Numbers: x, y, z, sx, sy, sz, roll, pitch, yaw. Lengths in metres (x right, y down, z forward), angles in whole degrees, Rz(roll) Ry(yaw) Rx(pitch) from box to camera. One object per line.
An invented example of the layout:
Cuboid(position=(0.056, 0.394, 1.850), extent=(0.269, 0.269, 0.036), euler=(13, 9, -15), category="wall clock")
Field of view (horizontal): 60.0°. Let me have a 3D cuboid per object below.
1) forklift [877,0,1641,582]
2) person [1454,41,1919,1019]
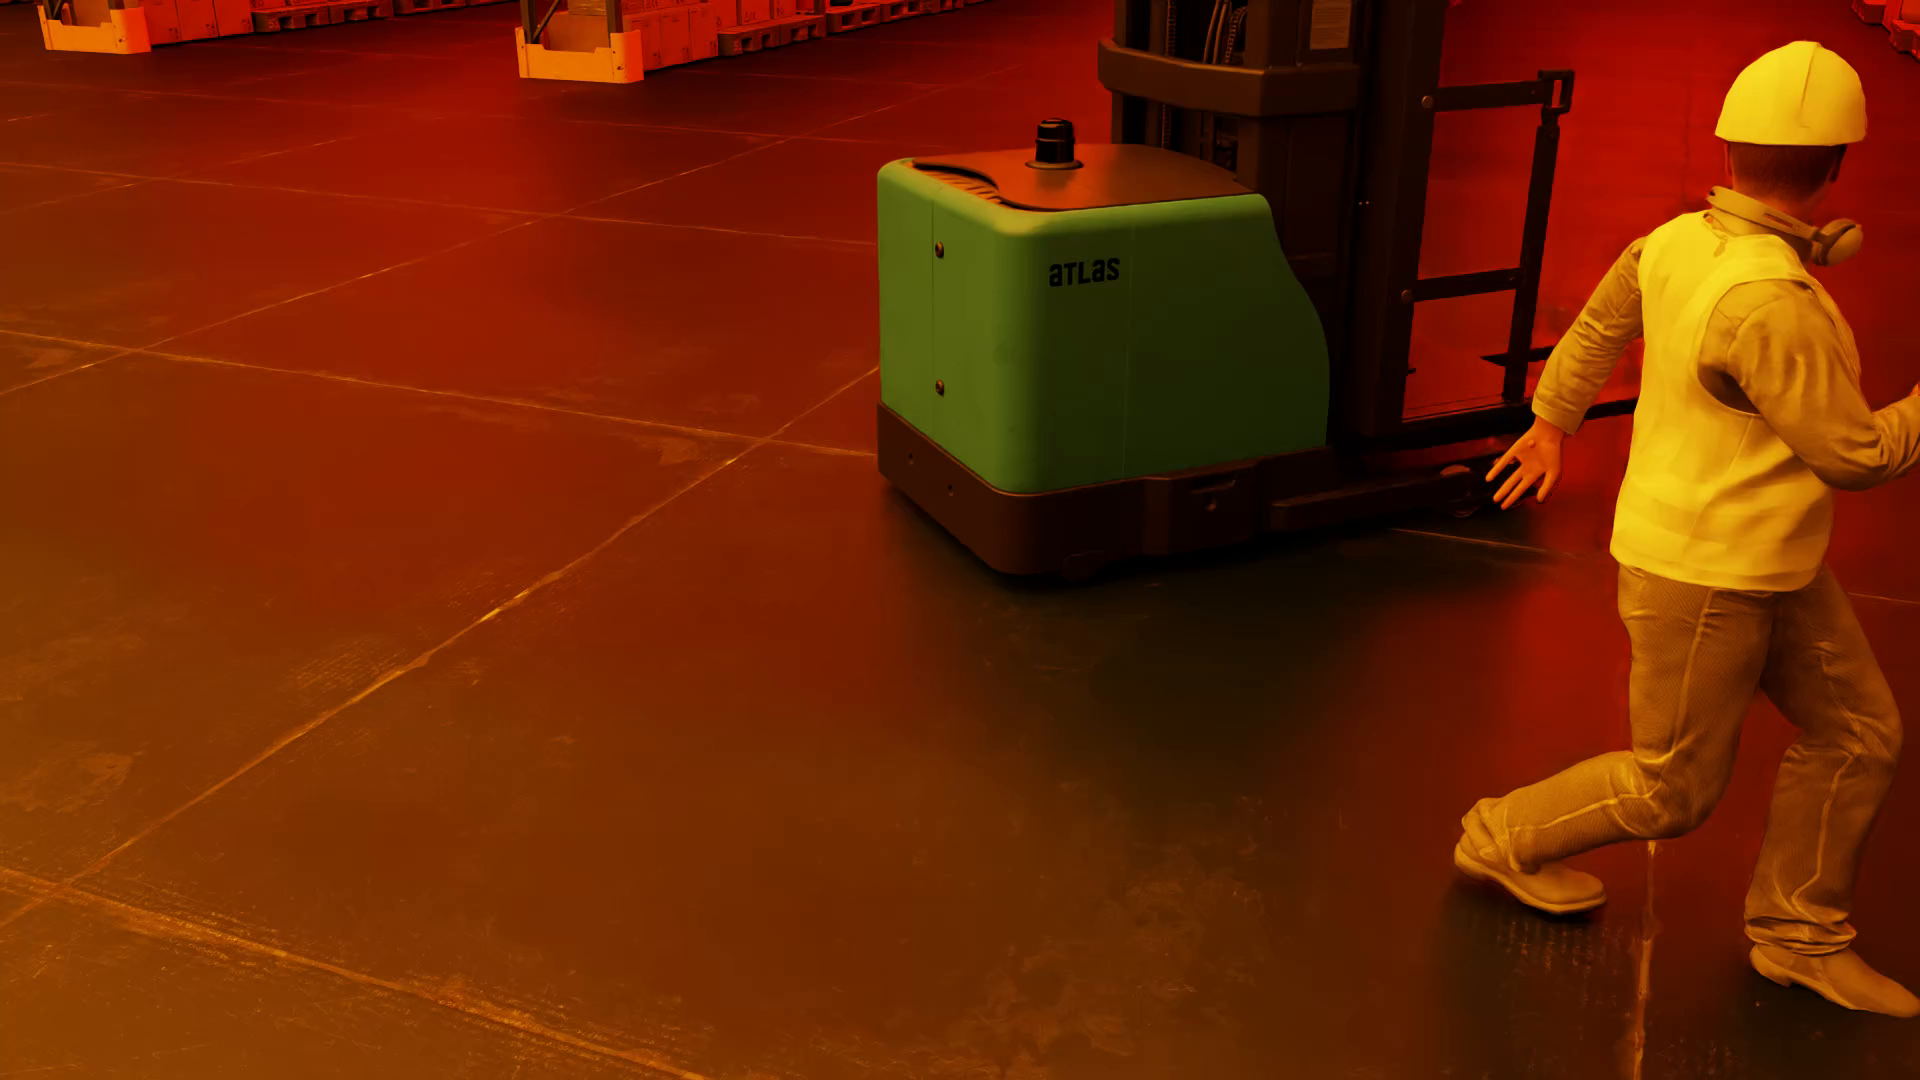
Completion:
Cuboid(position=(1.293, -1.597, 5.113), extent=(3.031, 2.935, 1.130), euler=(-10, 25, -22), category="forklift")
Cuboid(position=(1.368, 0.002, 2.952), extent=(0.936, 1.704, 0.551), euler=(13, 26, 28), category="person")
